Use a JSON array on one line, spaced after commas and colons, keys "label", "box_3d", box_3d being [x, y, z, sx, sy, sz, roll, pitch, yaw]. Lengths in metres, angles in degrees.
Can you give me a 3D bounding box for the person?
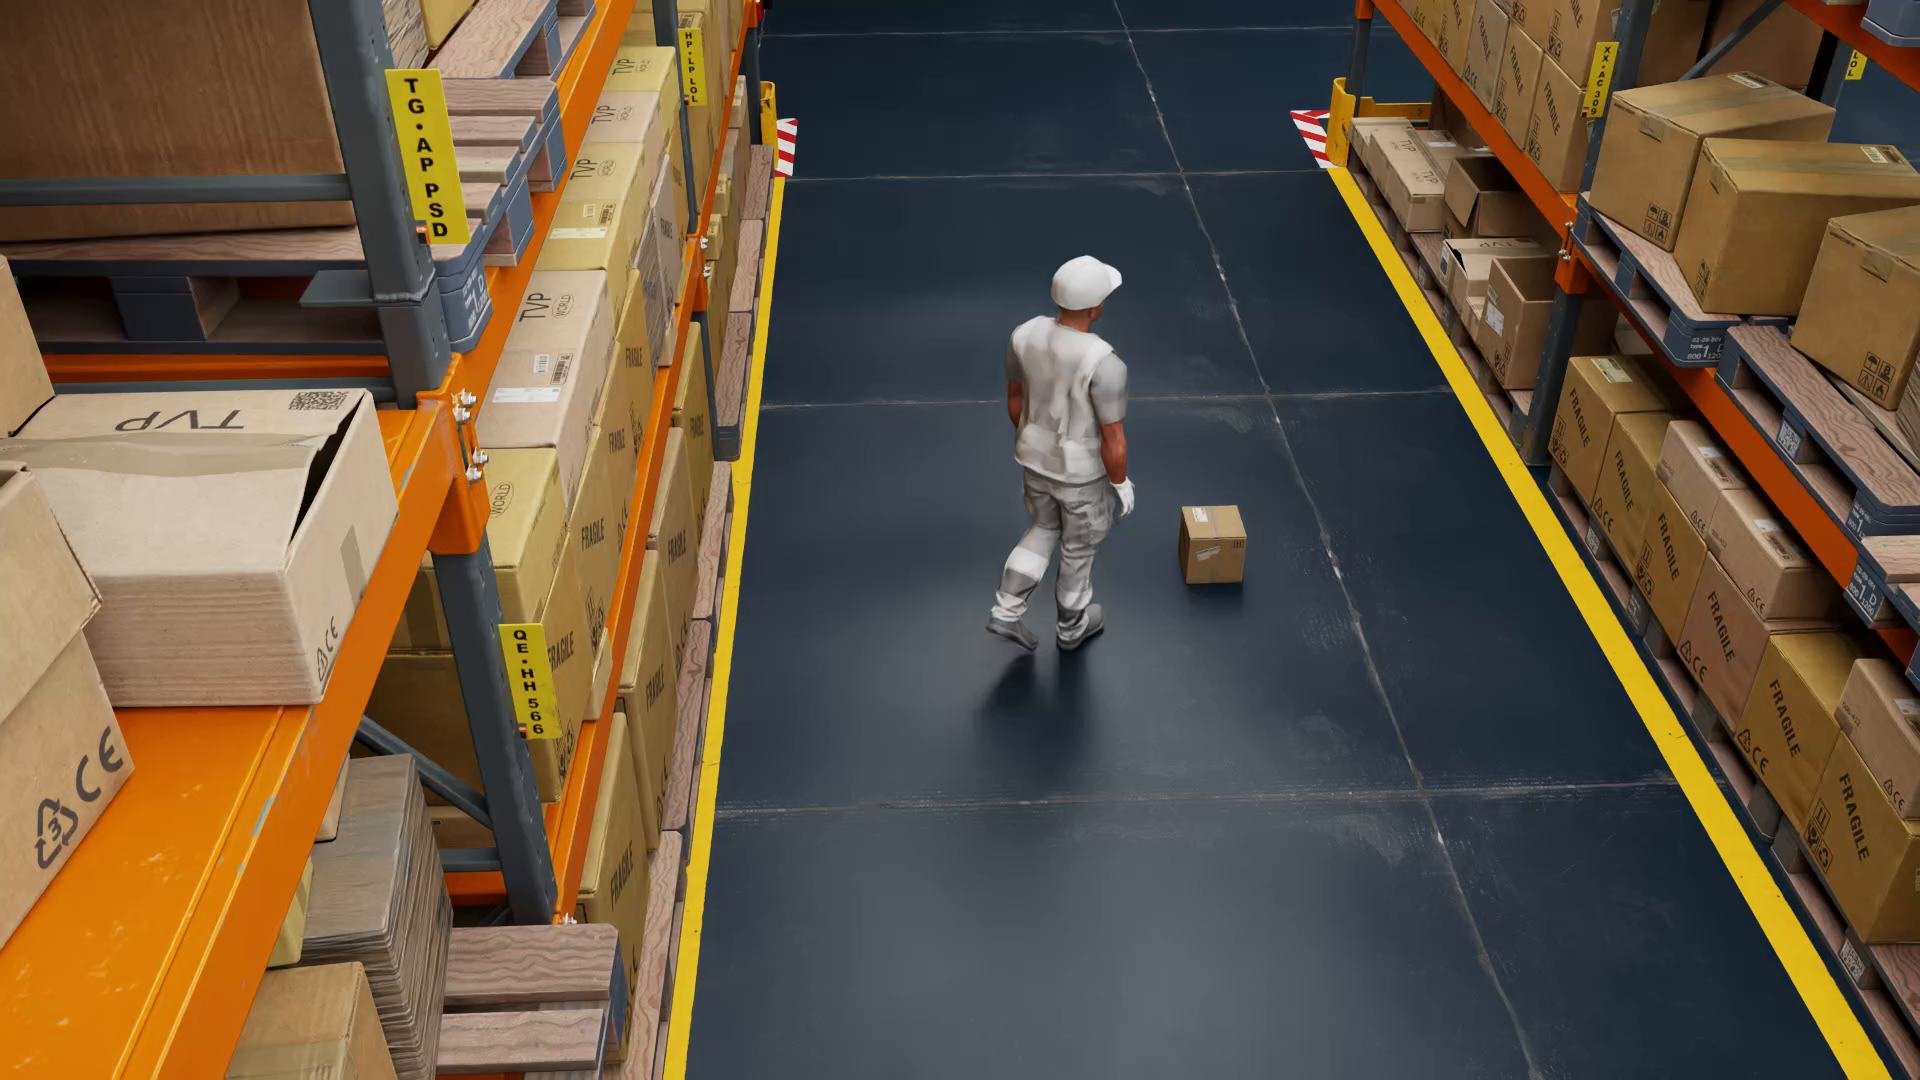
[{"label": "person", "box_3d": [0.409, -0.277, 6.501, 0.575, 1.796, 0.606, 25, 42, 31]}]
